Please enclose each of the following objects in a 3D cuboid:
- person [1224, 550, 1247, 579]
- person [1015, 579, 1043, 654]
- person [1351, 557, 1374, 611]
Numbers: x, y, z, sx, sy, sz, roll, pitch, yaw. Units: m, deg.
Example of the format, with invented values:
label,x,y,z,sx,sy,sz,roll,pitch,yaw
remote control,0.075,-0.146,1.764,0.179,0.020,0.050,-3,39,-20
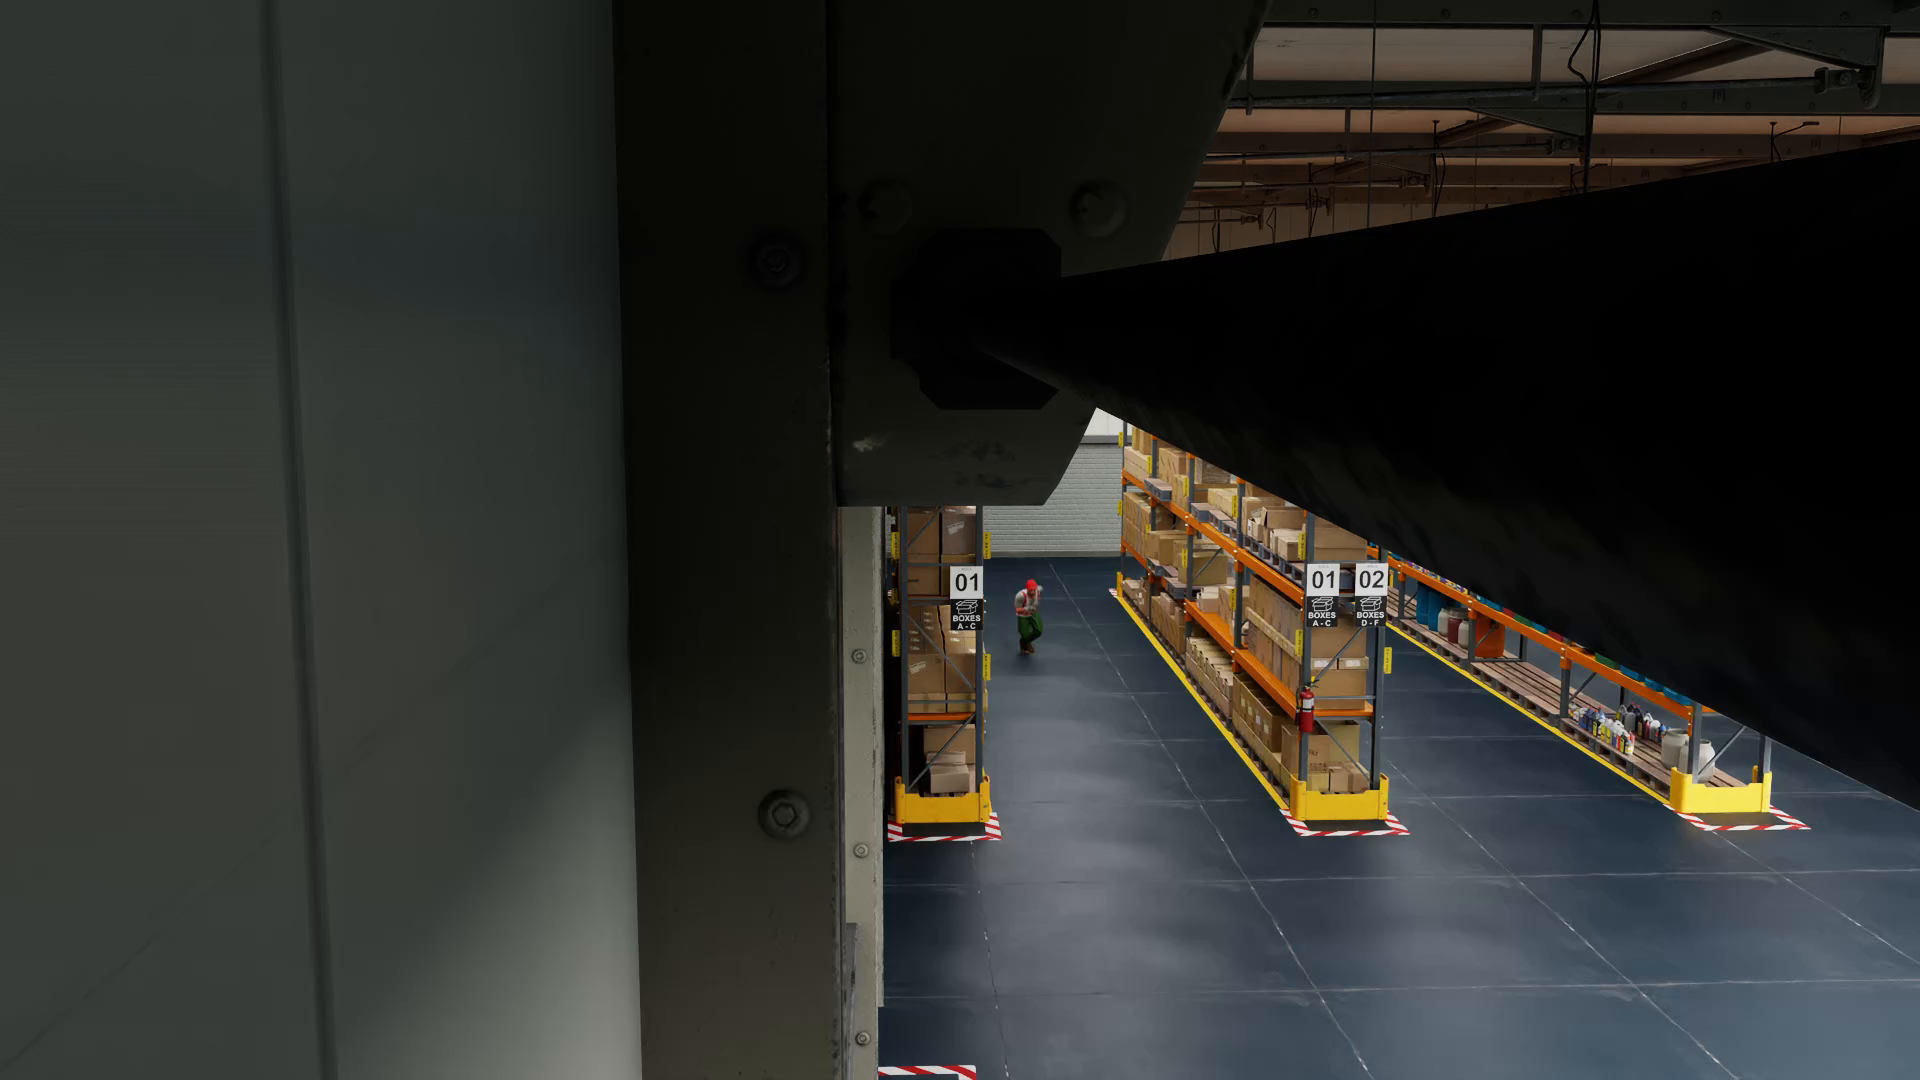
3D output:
label,x,y,z,sx,sy,sz,roll,pitch,yaw
person,5.944,0.496,35.401,0.656,1.759,0.670,-1,8,-8
person,1.250,1.381,29.978,0.681,1.472,0.994,-3,8,-19
person,7.718,0.936,32.249,0.665,1.790,0.725,-1,8,-8
